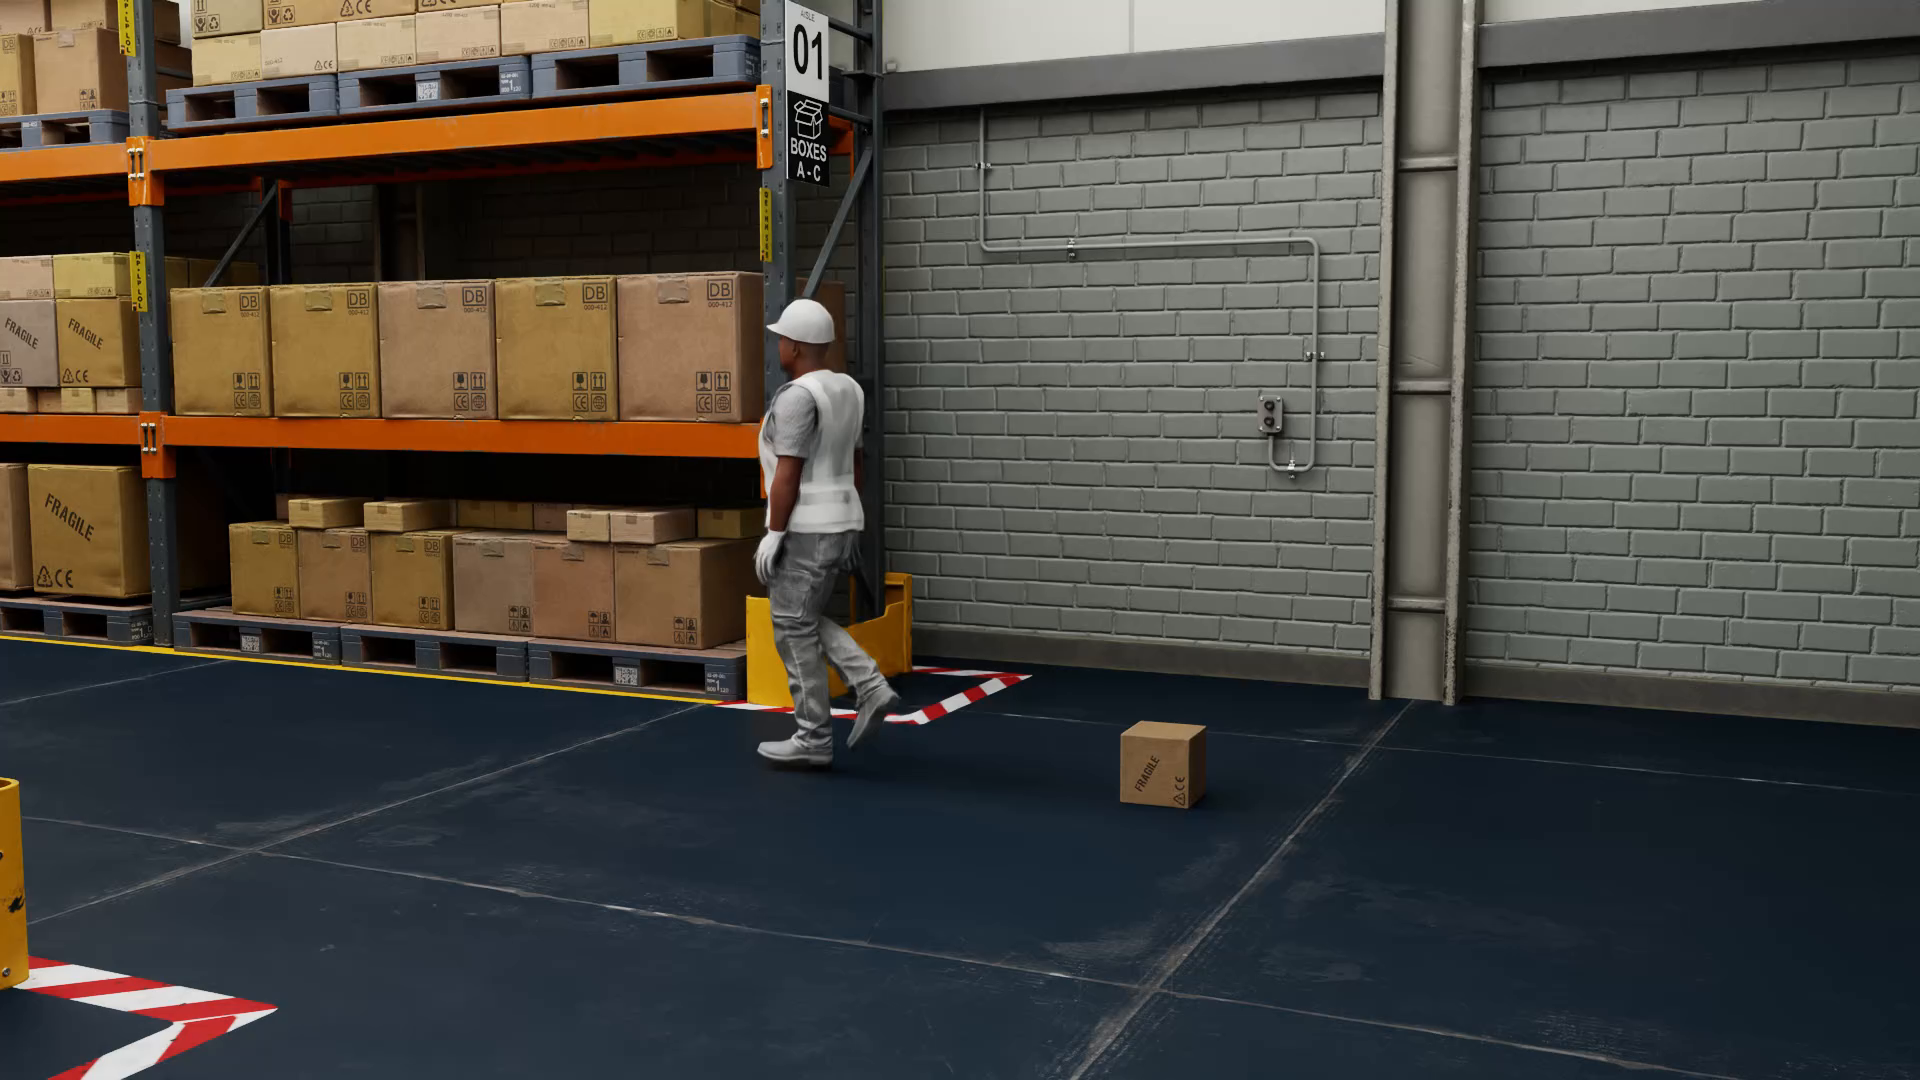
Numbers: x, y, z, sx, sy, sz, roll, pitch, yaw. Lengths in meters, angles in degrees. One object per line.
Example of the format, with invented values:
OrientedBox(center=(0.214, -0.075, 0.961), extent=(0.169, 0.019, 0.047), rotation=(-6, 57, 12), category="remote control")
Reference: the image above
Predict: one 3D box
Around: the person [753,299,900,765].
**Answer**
OrientedBox(center=(-0.520, -0.027, 6.376), extent=(0.526, 1.777, 0.563), rotation=(2, 6, 20), category="person")
